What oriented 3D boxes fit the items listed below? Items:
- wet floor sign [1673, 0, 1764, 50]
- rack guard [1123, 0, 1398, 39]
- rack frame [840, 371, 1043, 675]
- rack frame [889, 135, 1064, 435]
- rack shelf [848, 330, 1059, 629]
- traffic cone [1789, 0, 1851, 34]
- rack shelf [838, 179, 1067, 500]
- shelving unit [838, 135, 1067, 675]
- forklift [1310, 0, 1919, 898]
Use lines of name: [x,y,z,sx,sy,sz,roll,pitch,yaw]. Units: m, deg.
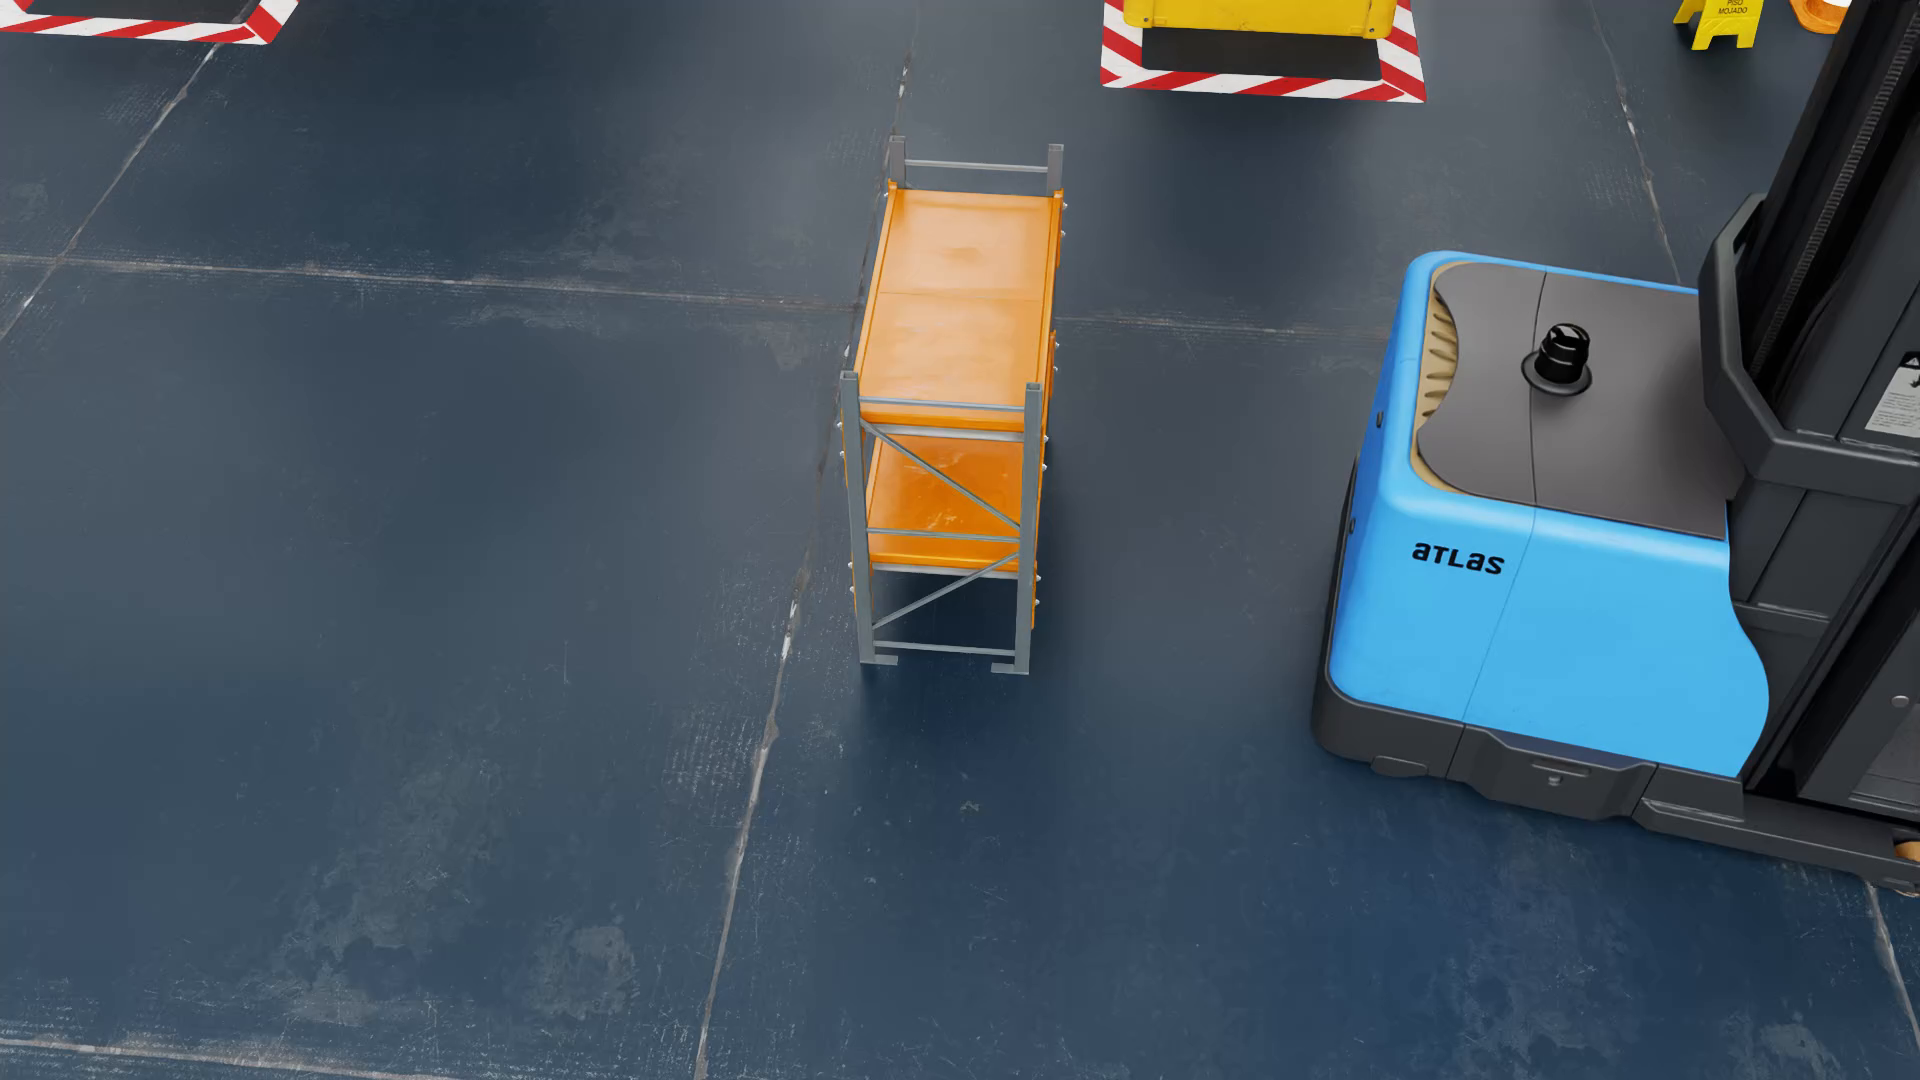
wet floor sign: [3.287,-2.426,7.032,0.267,0.644,0.232,-4,48,-3]
rack guard: [1.316,-2.514,7.211,1.175,0.500,0.348,4,48,4]
rack frame: [-0.046,-0.011,4.498,0.500,1.125,0.032,4,48,4]
rack frame: [0.047,-0.758,5.181,0.500,1.125,0.032,4,48,4]
rack shelf: [0.001,-0.220,5.020,0.538,0.278,1.000,4,48,4]
traffic cone: [3.875,-2.488,7.212,0.336,0.463,0.334,4,48,4]
rack shelf: [0.001,-0.582,4.623,0.538,0.278,1.000,4,48,4]
shelving unit: [0.001,-0.385,4.839,0.538,1.125,1.048,4,48,4]
forklift: [2.560,-0.446,3.672,3.031,2.935,1.130,11,49,10]
